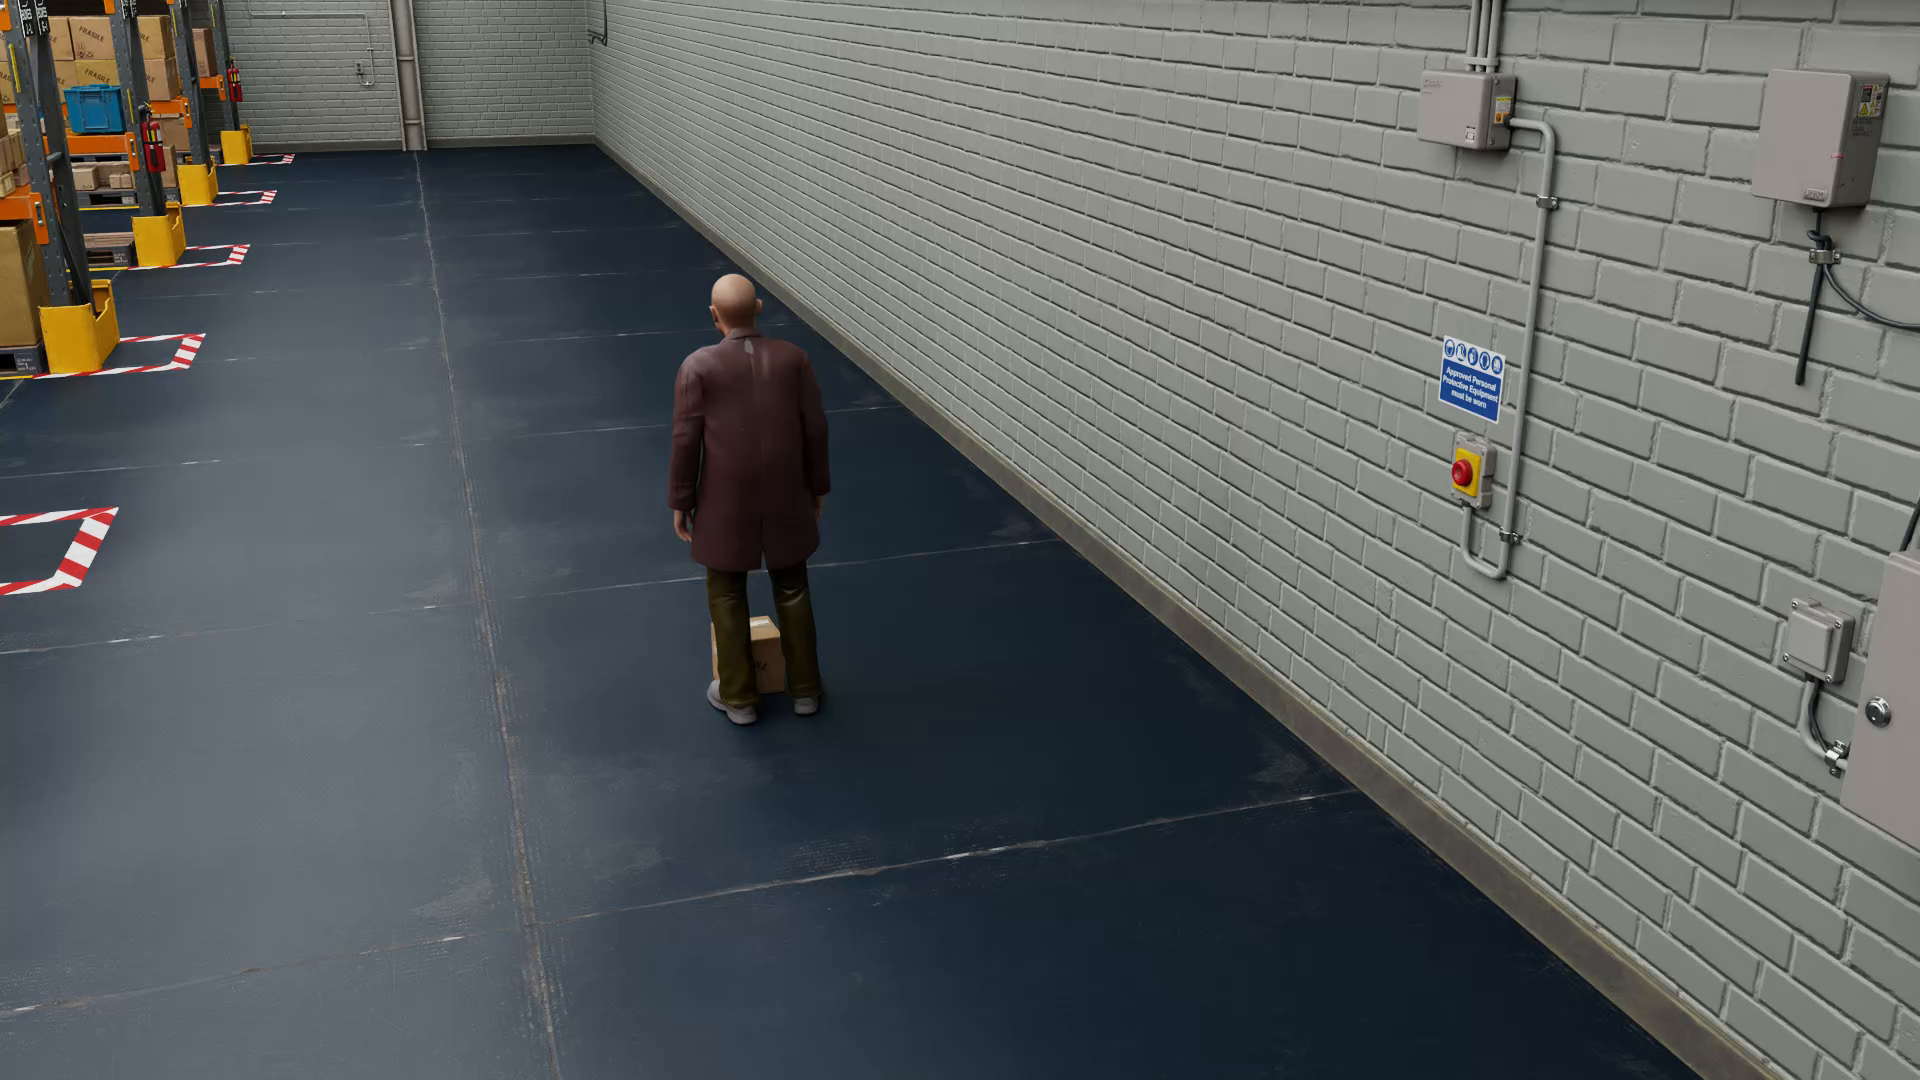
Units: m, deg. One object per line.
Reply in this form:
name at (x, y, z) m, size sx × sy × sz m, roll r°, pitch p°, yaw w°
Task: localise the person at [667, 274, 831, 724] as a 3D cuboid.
person at (-0.820, -0.152, 6.530) m, size 0.655 × 1.774 × 0.416 m, roll -7°, pitch 20°, yaw -19°
